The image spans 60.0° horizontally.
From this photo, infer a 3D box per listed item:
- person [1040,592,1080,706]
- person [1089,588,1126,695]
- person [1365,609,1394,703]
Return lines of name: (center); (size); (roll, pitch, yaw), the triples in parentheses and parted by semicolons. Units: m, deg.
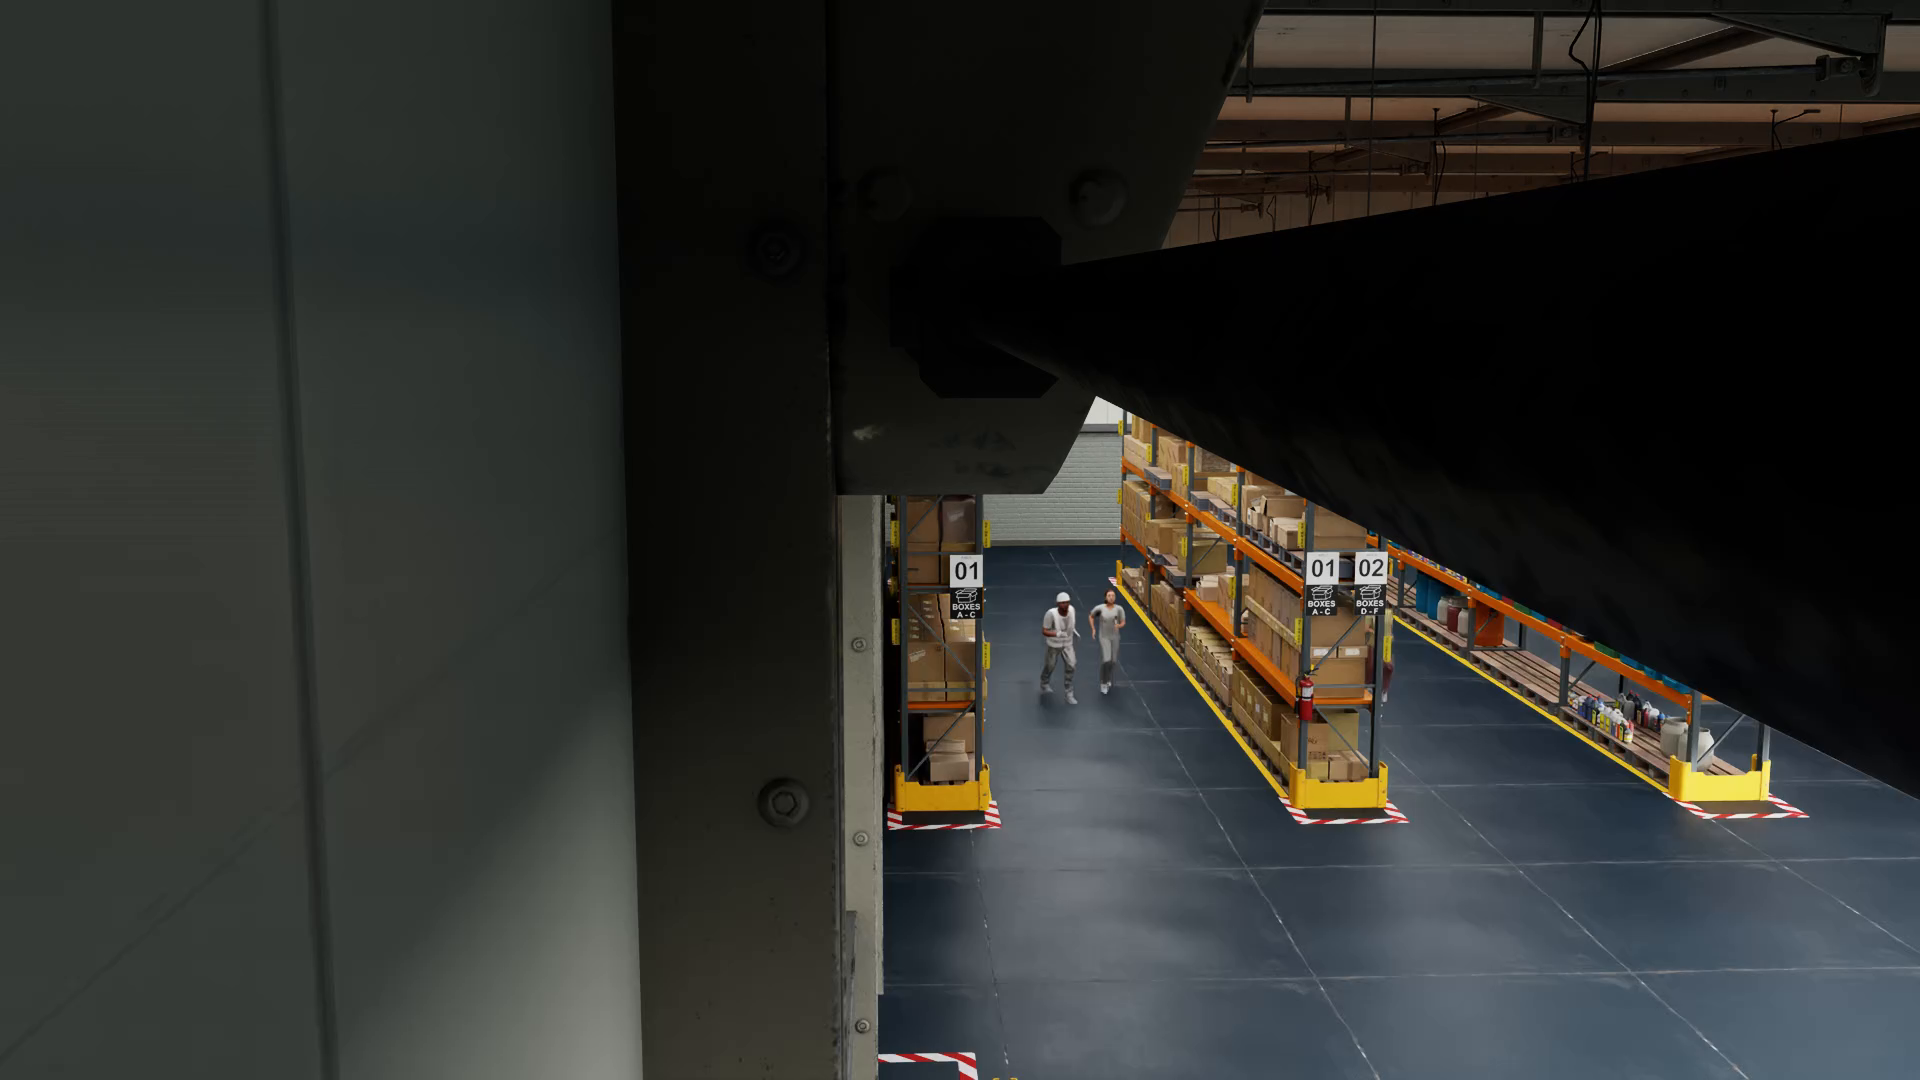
person: (1.556, 1.649, 25.953); (0.713, 1.753, 0.999); (-3, 9, -20)
person: (2.370, 1.608, 26.513); (0.534, 1.688, 0.703); (-2, 9, -11)
person: (6.567, 1.674, 26.076); (0.555, 1.712, 0.802); (-1, 8, -7)
